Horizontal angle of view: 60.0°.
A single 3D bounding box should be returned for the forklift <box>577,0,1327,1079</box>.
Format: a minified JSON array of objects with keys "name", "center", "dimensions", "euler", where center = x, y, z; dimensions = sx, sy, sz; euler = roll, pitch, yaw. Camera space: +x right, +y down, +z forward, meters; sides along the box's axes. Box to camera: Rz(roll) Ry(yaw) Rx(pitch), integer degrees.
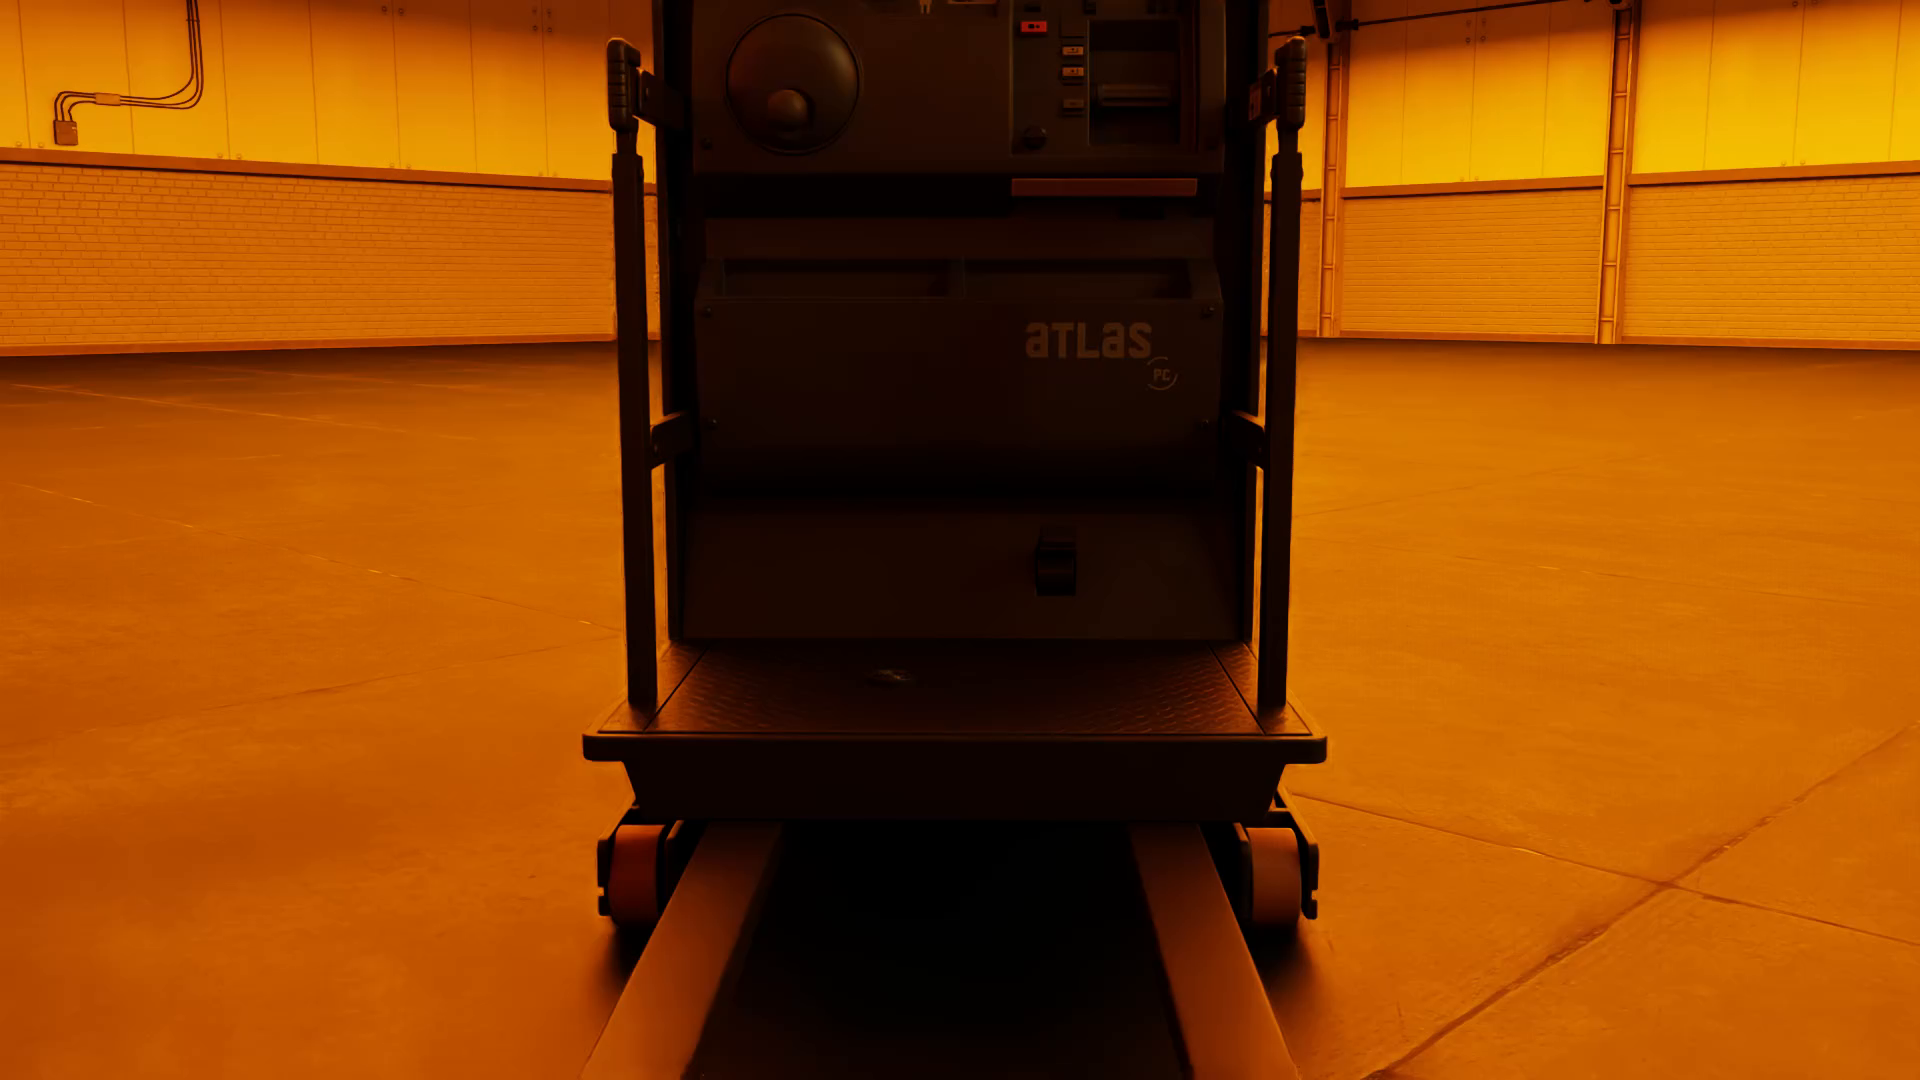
[{"name":"forklift","center":[-0.003,-0.879,2.712],"dimensions":[1.130,2.935,3.031],"euler":[0,9,1]}]
